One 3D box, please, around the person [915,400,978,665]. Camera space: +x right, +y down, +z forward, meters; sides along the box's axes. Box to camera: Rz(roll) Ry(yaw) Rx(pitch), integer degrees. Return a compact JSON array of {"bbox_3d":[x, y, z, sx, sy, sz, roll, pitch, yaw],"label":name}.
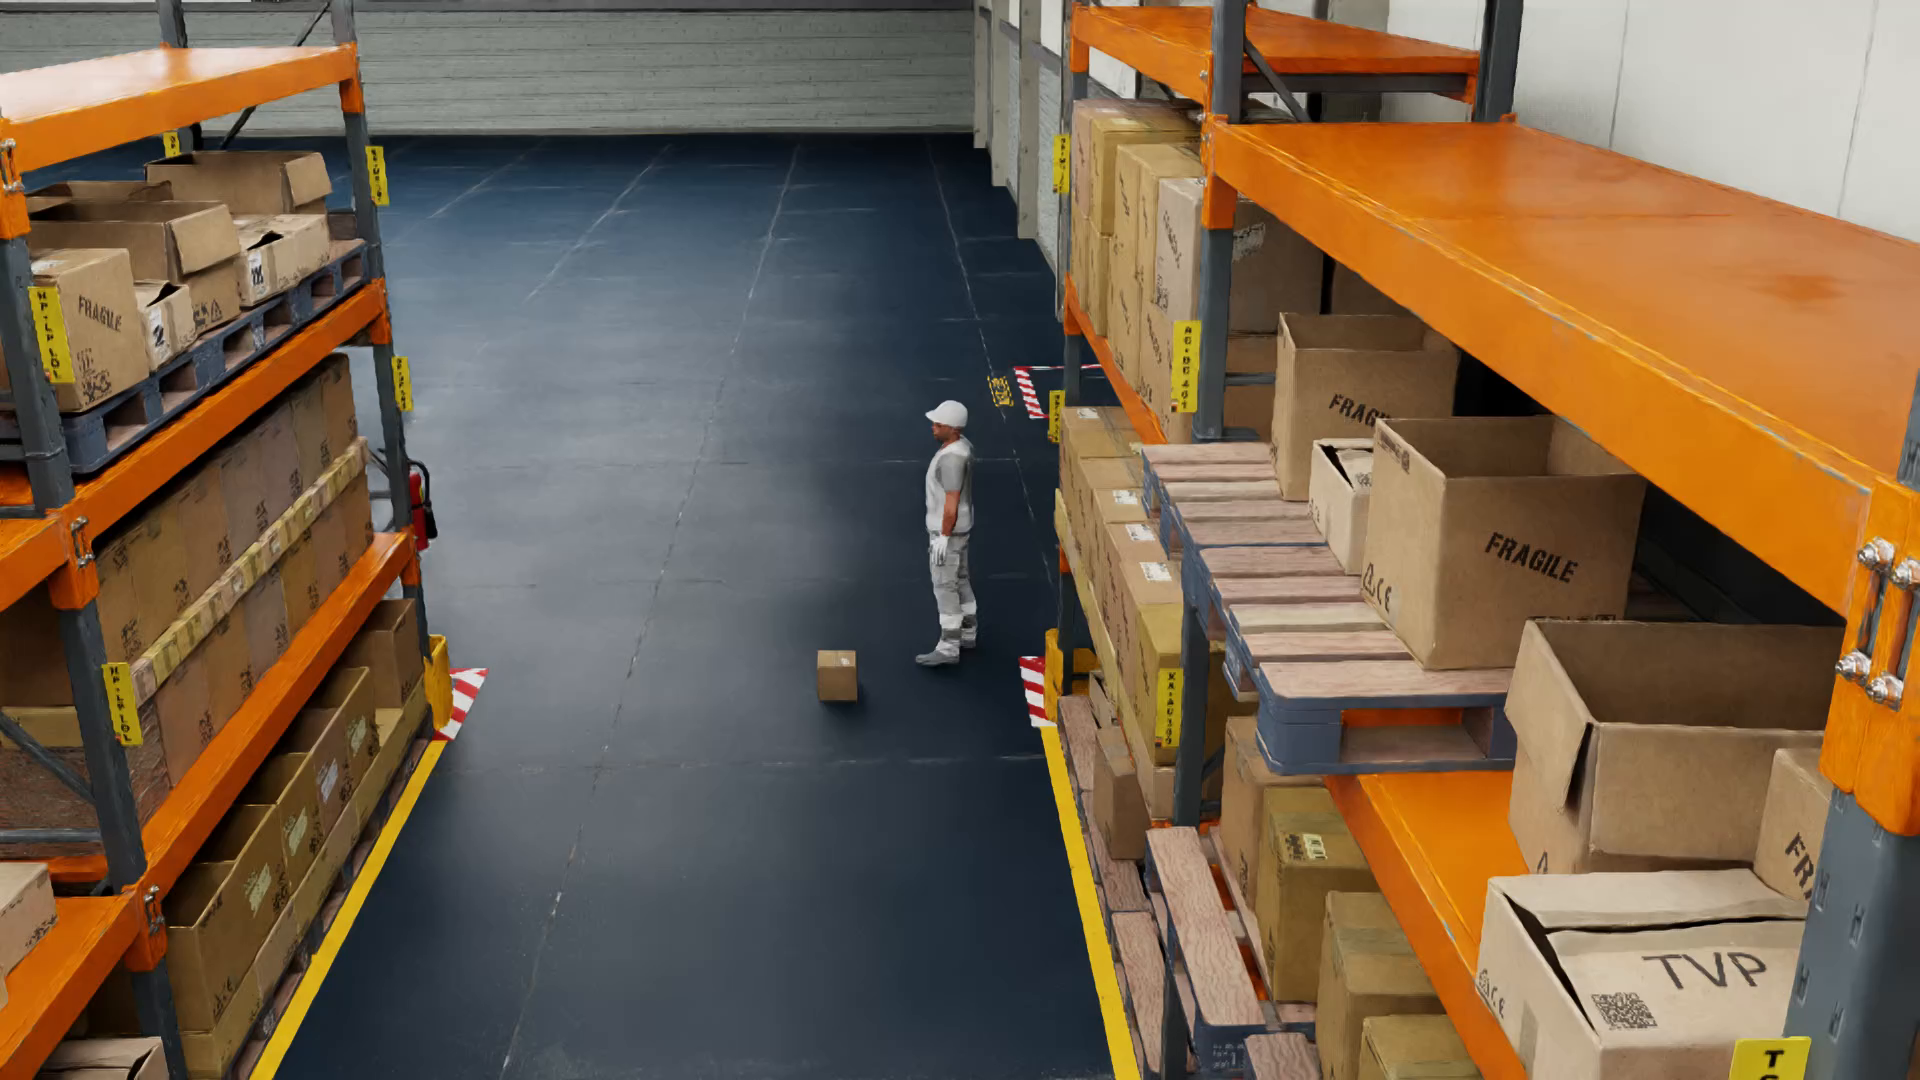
[{"bbox_3d":[-0.086,-0.063,11.118,0.377,1.793,0.687,3,20,9],"label":"person"}]
